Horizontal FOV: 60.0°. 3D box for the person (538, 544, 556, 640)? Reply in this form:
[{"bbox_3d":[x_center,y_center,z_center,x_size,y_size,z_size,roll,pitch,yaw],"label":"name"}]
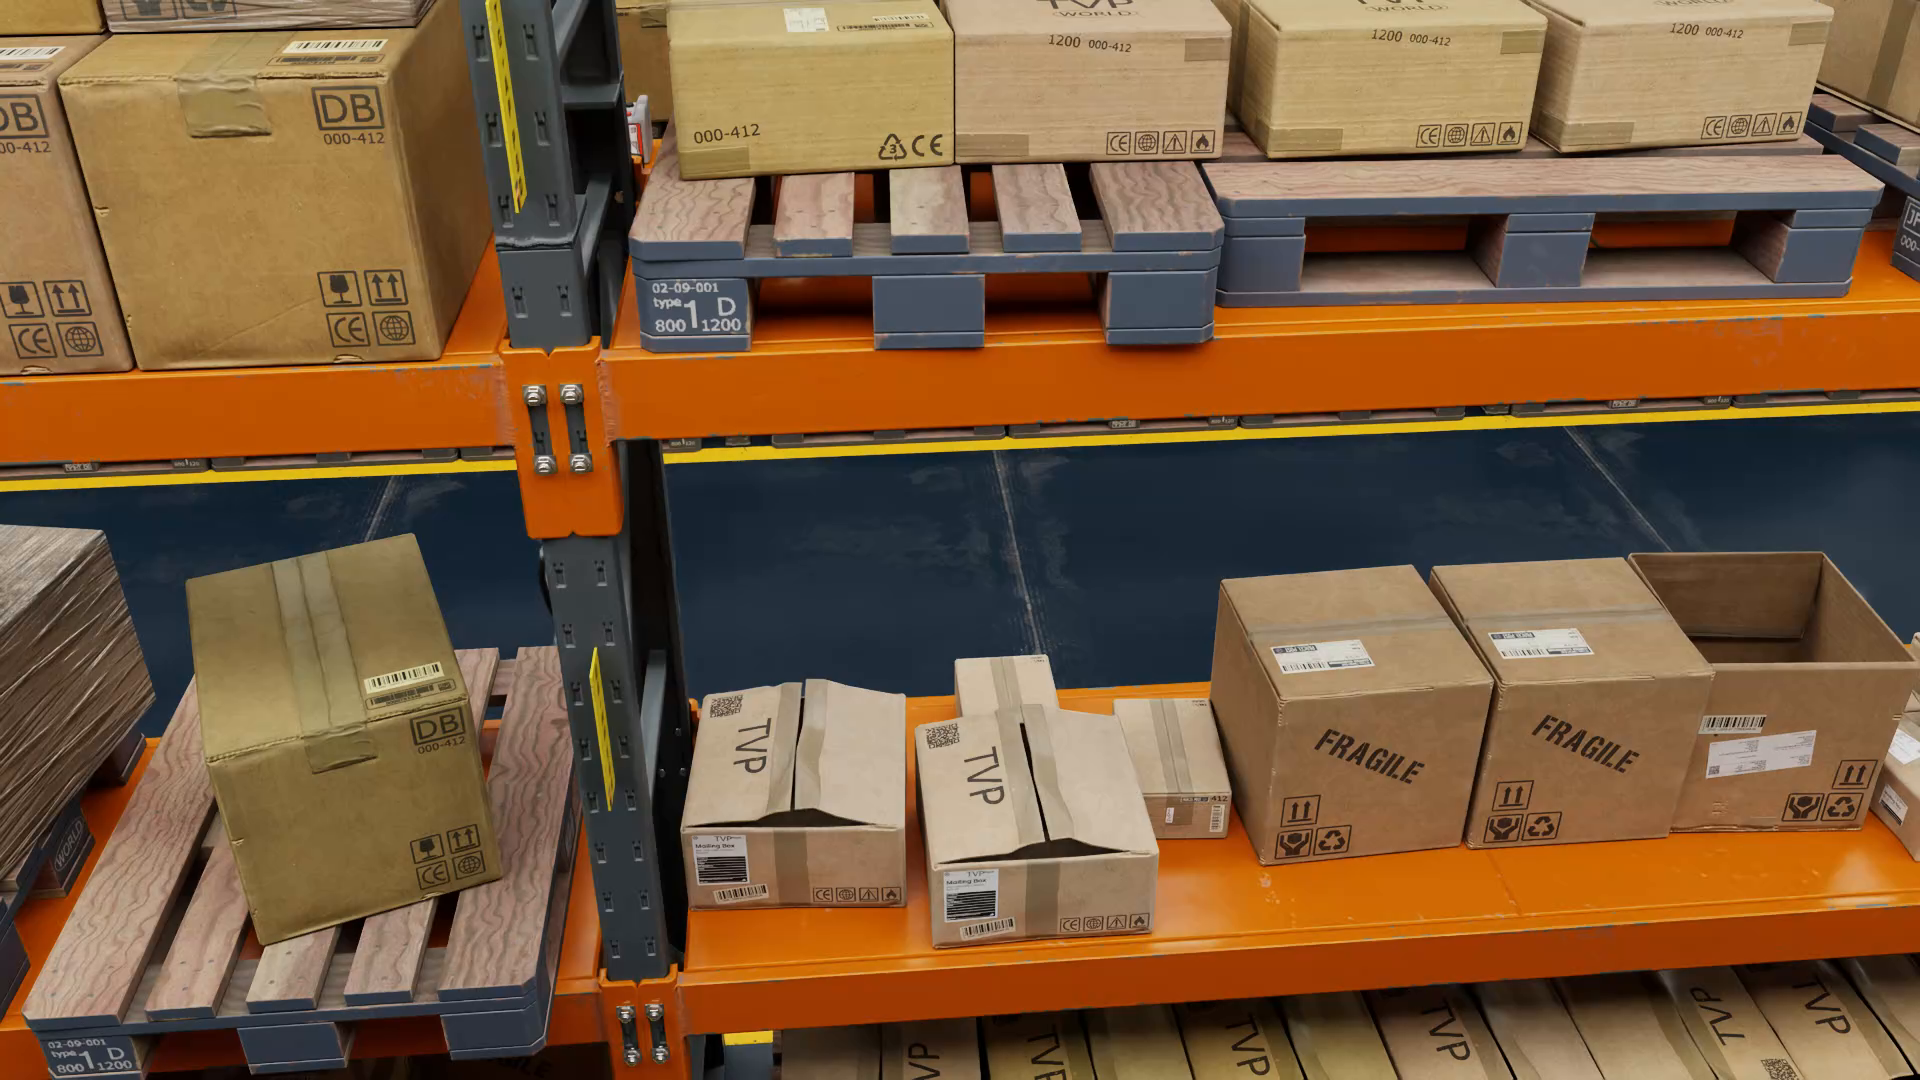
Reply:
[{"bbox_3d":[-1.243,0.325,5.556,0.644,1.652,0.522,-6,32,-10],"label":"person"}]
